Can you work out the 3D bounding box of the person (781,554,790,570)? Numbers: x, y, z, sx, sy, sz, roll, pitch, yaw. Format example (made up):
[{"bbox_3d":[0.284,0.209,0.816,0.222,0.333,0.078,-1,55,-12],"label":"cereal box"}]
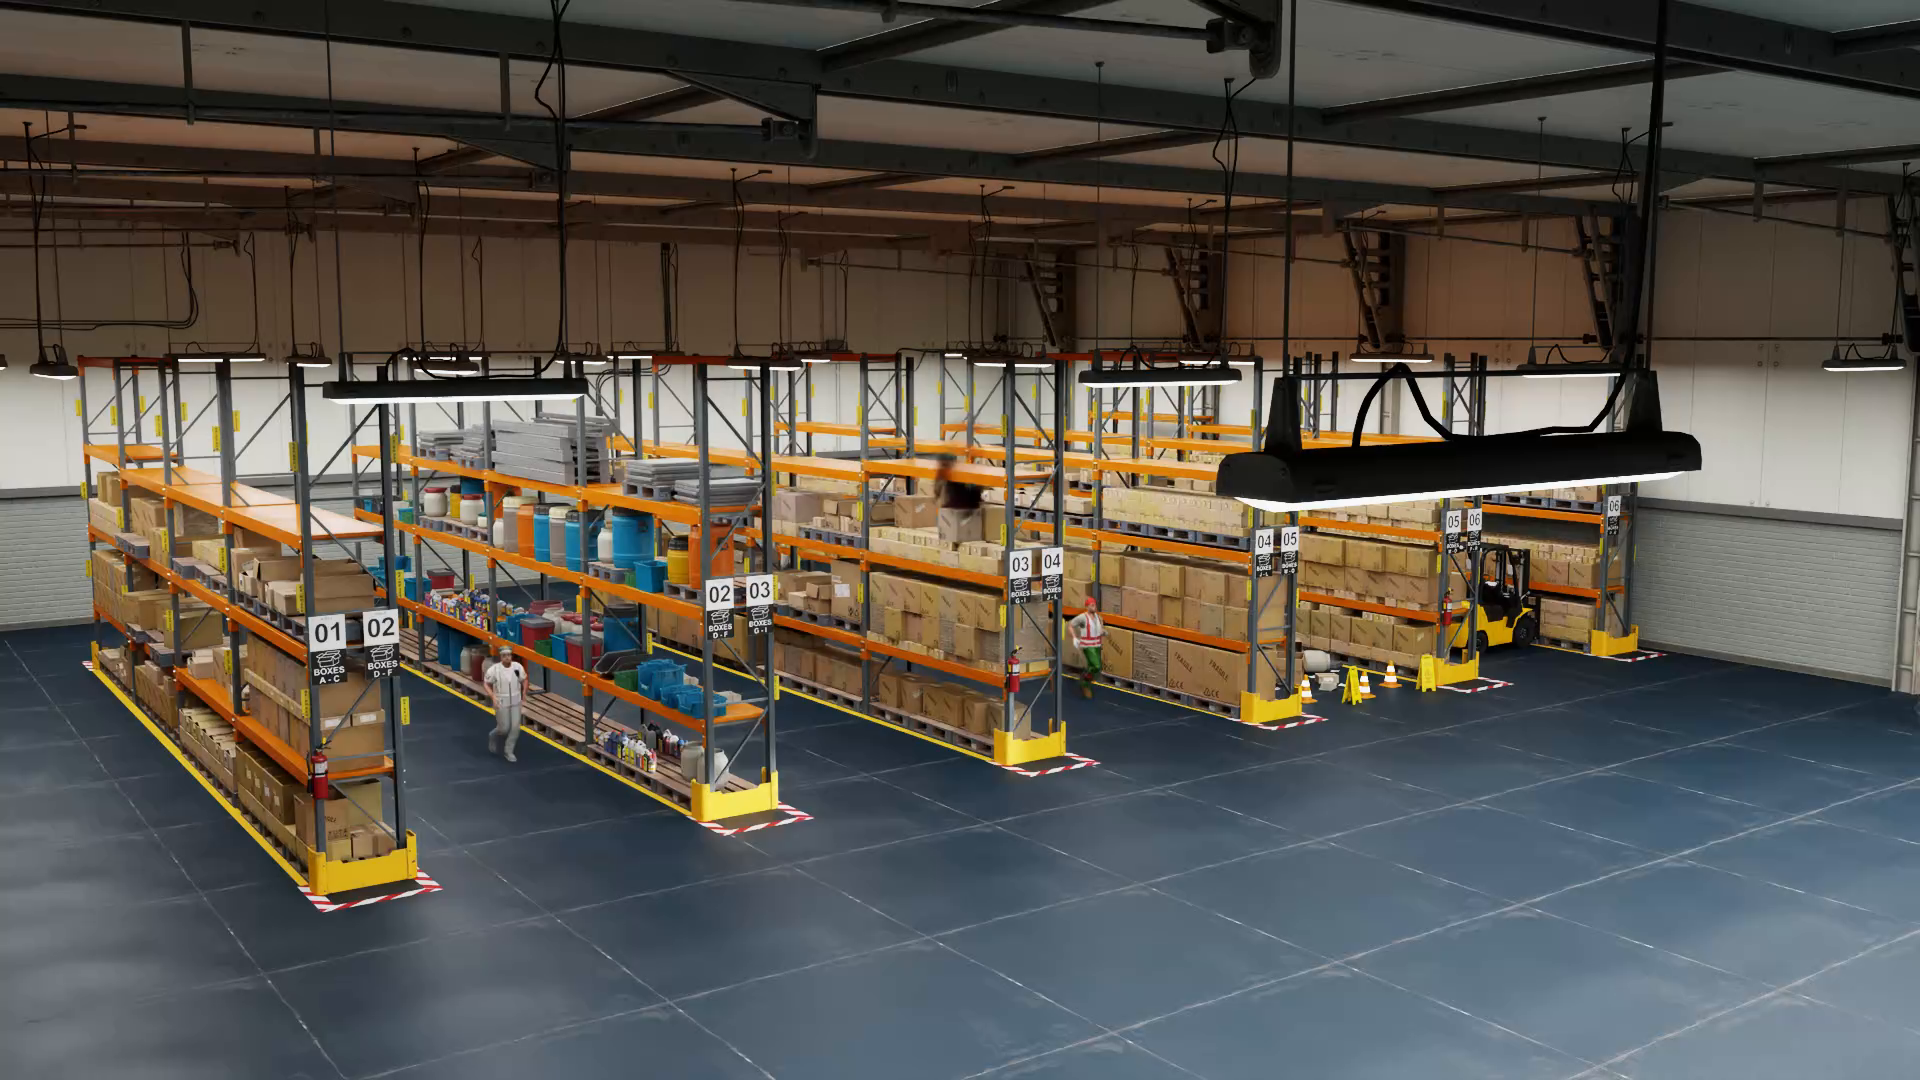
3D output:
[{"bbox_3d":[-4.483,0.427,41.668,0.587,1.715,0.704,-5,8,-34],"label":"person"}]

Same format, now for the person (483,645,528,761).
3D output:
[{"bbox_3d":[-6.818,2.438,25.078,0.653,1.758,0.647,-4,8,-33],"label":"person"}]

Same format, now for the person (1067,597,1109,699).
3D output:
[{"bbox_3d":[2.316,1.901,29.248,0.640,1.784,0.700,-6,9,-43],"label":"person"}]
